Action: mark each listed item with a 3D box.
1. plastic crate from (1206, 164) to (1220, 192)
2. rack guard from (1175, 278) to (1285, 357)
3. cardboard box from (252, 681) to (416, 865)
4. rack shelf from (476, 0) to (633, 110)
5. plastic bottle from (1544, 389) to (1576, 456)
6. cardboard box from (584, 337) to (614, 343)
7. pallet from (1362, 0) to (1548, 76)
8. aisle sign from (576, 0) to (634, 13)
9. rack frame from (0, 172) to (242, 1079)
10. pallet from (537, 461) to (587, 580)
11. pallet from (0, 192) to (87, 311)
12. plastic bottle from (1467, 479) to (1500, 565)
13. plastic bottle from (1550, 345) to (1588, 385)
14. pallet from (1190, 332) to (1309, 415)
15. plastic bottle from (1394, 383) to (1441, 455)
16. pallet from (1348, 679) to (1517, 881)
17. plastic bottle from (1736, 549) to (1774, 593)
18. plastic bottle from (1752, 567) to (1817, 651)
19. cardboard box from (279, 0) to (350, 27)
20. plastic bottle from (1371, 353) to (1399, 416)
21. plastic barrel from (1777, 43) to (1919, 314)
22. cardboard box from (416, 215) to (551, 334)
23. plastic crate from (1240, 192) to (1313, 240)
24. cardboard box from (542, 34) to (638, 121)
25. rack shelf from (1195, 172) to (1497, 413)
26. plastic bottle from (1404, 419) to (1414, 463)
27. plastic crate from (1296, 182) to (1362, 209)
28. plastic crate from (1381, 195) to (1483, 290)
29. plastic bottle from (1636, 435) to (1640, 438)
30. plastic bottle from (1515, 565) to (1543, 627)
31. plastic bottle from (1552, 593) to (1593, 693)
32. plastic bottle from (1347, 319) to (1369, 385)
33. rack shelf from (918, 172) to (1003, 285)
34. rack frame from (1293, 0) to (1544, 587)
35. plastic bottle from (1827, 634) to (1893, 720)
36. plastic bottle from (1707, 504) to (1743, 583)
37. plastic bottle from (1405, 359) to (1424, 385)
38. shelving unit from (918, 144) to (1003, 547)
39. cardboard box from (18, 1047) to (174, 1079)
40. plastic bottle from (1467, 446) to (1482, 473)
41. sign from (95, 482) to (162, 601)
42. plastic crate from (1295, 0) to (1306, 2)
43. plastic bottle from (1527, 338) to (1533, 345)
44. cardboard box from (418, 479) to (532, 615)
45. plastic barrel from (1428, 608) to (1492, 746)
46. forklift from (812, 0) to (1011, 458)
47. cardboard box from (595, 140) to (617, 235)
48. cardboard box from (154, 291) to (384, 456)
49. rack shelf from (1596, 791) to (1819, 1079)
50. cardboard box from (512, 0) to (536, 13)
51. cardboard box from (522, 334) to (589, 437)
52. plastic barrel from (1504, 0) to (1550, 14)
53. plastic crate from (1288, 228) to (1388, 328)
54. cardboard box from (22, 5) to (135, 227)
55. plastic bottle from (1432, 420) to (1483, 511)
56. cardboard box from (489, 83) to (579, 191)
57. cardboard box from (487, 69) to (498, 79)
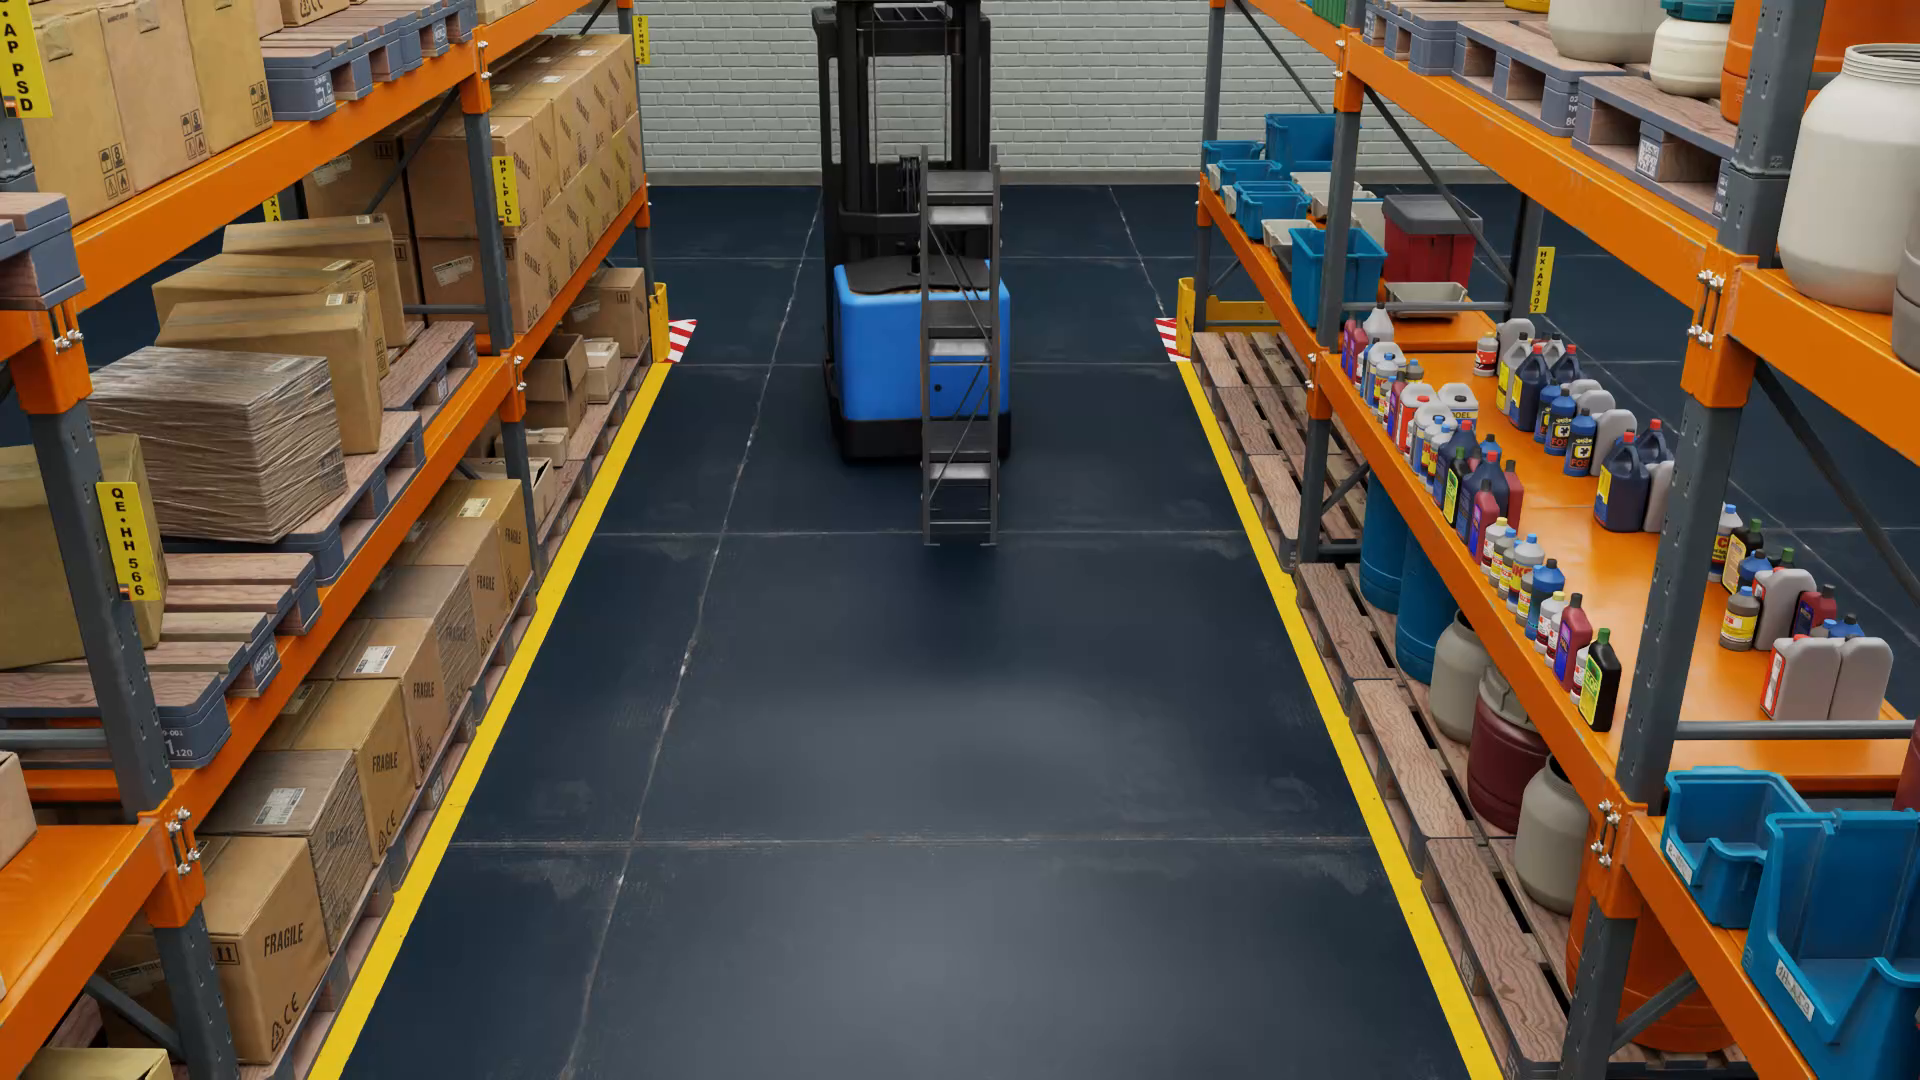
[{"bbox_3d":[1.811,-2.451,11.276,0.250,0.136,0.298,0,24,-1],"label":"plastic crate"},{"bbox_3d":[2.204,-1.650,12.292,1.175,0.500,0.348,0,24,-1],"label":"rack guard"},{"bbox_3d":[-2.380,0.865,6.197,0.500,0.500,0.500,-1,24,-1],"label":"cardboard box"},{"bbox_3d":[-2.714,-2.974,9.418,1.077,0.370,4.000,0,24,-1],"label":"rack shelf"},{"bbox_3d":[2.475,-0.490,6.849,0.097,0.271,0.097,0,24,0],"label":"plastic bottle"},{"bbox_3d":[-2.569,-1.278,11.340,0.380,0.166,0.250,0,24,-1],"label":"cardboard box"},{"bbox_3d":[2.367,-2.089,6.819,1.213,0.211,1.003,0,24,-1],"label":"pallet"},{"bbox_3d":[-2.431,-3.973,11.239,0.394,0.787,0.004,0,24,-1],"label":"aisle sign"},{"bbox_3d":[-2.649,0.538,4.421,1.000,3.000,0.127,0,24,-1],"label":"rack frame"},{"bbox_3d":[-2.699,-0.123,9.266,1.003,0.211,1.213,0,24,-1],"label":"pallet"},{"bbox_3d":[-2.552,-0.464,3.224,1.213,0.211,1.003,1,24,2],"label":"pallet"},{"bbox_3d":[1.861,-0.066,5.896,0.061,0.283,0.133,0,24,-1],"label":"plastic bottle"},{"bbox_3d":[2.600,-0.655,7.119,0.144,0.351,0.185,0,24,-1],"label":"plastic bottle"},{"bbox_3d":[2.187,-1.169,11.578,1.003,0.211,1.213,0,24,-1],"label":"pallet"},{"bbox_3d":[1.895,-0.501,6.868,0.152,0.276,0.135,0,24,-1],"label":"plastic bottle"},{"bbox_3d":[2.244,0.961,6.868,1.003,0.211,1.213,0,24,-1],"label":"pallet"},{"bbox_3d":[2.583,0.158,5.418,0.097,0.271,0.097,0,24,0],"label":"plastic bottle"},{"bbox_3d":[2.618,0.203,5.311,0.152,0.276,0.135,0,24,-1],"label":"plastic bottle"},{"bbox_3d":[-2.731,-2.276,6.251,0.600,0.600,0.600,-1,24,-1],"label":"cardboard box"},{"bbox_3d":[1.863,-0.681,7.273,0.097,0.271,0.097,0,24,0],"label":"plastic bottle"},{"bbox_3d":[2.001,-0.771,3.540,0.421,0.512,0.421,0,24,0],"label":"plastic barrel"},{"bbox_3d":[-2.426,-1.367,8.512,0.500,0.500,0.500,0,24,1],"label":"cardboard box"},{"bbox_3d":[1.908,-1.961,10.076,0.416,0.233,0.300,0,24,-1],"label":"plastic crate"},{"bbox_3d":[-2.456,-3.078,11.080,0.500,0.500,0.500,0,24,-1],"label":"cardboard box"},{"bbox_3d":[2.239,-1.628,10.082,1.077,0.370,4.000,0,24,-1],"label":"rack shelf"},{"bbox_3d":[1.869,-0.419,6.777,0.097,0.201,0.097,0,24,0],"label":"plastic bottle"},{"bbox_3d":[2.396,-2.232,10.792,0.396,0.136,0.243,0,24,-1],"label":"plastic crate"},{"bbox_3d":[2.502,-1.557,8.902,0.402,0.464,0.583,0,24,-1],"label":"plastic crate"},{"bbox_3d":[2.650,-0.313,6.443,0.061,0.283,0.133,0,24,-1],"label":"plastic bottle"},{"bbox_3d":[1.885,0.180,5.454,0.097,0.201,0.097,0,24,0],"label":"plastic bottle"},{"bbox_3d":[1.871,0.310,5.065,0.061,0.283,0.133,0,24,-1],"label":"plastic bottle"},{"bbox_3d":[1.840,-0.870,7.675,0.061,0.283,0.133,0,24,-1],"label":"plastic bottle"},{"bbox_3d":[-0.002,-1.650,8.685,0.431,0.518,0.480,0,24,-1],"label":"rack shelf"},{"bbox_3d":[2.261,-1.131,8.111,1.000,3.000,0.127,0,24,-1],"label":"rack frame"},{"bbox_3d":[2.623,0.394,4.890,0.152,0.276,0.135,0,24,-1],"label":"plastic bottle"},{"bbox_3d":[2.640,0.007,5.750,0.097,0.271,0.097,0,24,0],"label":"plastic bottle"},{"bbox_3d":[2.013,-0.706,7.411,0.097,0.201,0.097,0,24,0],"label":"plastic bottle"},{"bbox_3d":[-0.002,-1.025,8.968,0.431,2.100,0.503,0,24,-1],"label":"shelving unit"},{"bbox_3d":[-2.397,1.558,4.311,0.500,0.311,0.500,0,24,1],"label":"cardboard box"},{"bbox_3d":[1.918,-0.197,6.187,0.061,0.283,0.133,0,24,-1],"label":"plastic bottle"},{"bbox_3d":[-2.094,0.006,4.191,0.100,0.325,0.005,0,24,-1],"label":"sign"},{"bbox_3d":[1.866,-2.900,8.702,0.293,0.136,0.466,0,24,-1],"label":"plastic crate"},{"bbox_3d":[2.617,-0.832,7.691,0.097,0.201,0.097,0,24,0],"label":"plastic bottle"},{"bbox_3d":[-2.401,0.030,8.043,0.500,0.500,0.500,0,24,-1],"label":"cardboard box"},{"bbox_3d":[2.174,0.560,6.881,0.421,0.512,0.421,0,24,0],"label":"plastic barrel"},{"bbox_3d":[-0.383,-2.415,11.033,1.130,2.935,3.031,-3,25,-7],"label":"forklift"},{"bbox_3d":[-2.450,-2.202,10.356,0.500,0.500,0.500,0,24,0],"label":"cardboard box"},{"bbox_3d":[-2.611,-0.620,6.349,0.700,0.500,0.500,-6,25,-14],"label":"cardboard box"},{"bbox_3d":[2.326,1.669,2.793,1.077,0.370,4.000,0,24,-1],"label":"rack shelf"},{"bbox_3d":[-2.452,-2.816,8.379,0.500,0.250,0.500,0,24,-1],"label":"cardboard box"},{"bbox_3d":[-2.718,-0.948,10.201,0.797,0.503,0.637,0,24,-1],"label":"cardboard box"},{"bbox_3d":[2.474,-2.400,6.538,0.600,0.588,0.600,0,24,0],"label":"plastic barrel"},{"bbox_3d":[1.914,-1.342,8.524,0.392,0.384,0.575,0,24,-1],"label":"plastic crate"},{"bbox_3d":[-2.687,-1.054,4.179,0.910,0.500,0.500,0,24,-1],"label":"cardboard box"},{"bbox_3d":[1.897,-0.293,6.318,0.144,0.351,0.185,0,24,-1],"label":"plastic bottle"},{"bbox_3d":[-2.427,-2.231,9.209,0.500,0.500,0.500,-1,24,-2],"label":"cardboard box"},{"bbox_3d":[-2.975,-2.445,9.681,0.500,0.500,0.500,0,24,-1],"label":"cardboard box"}]
